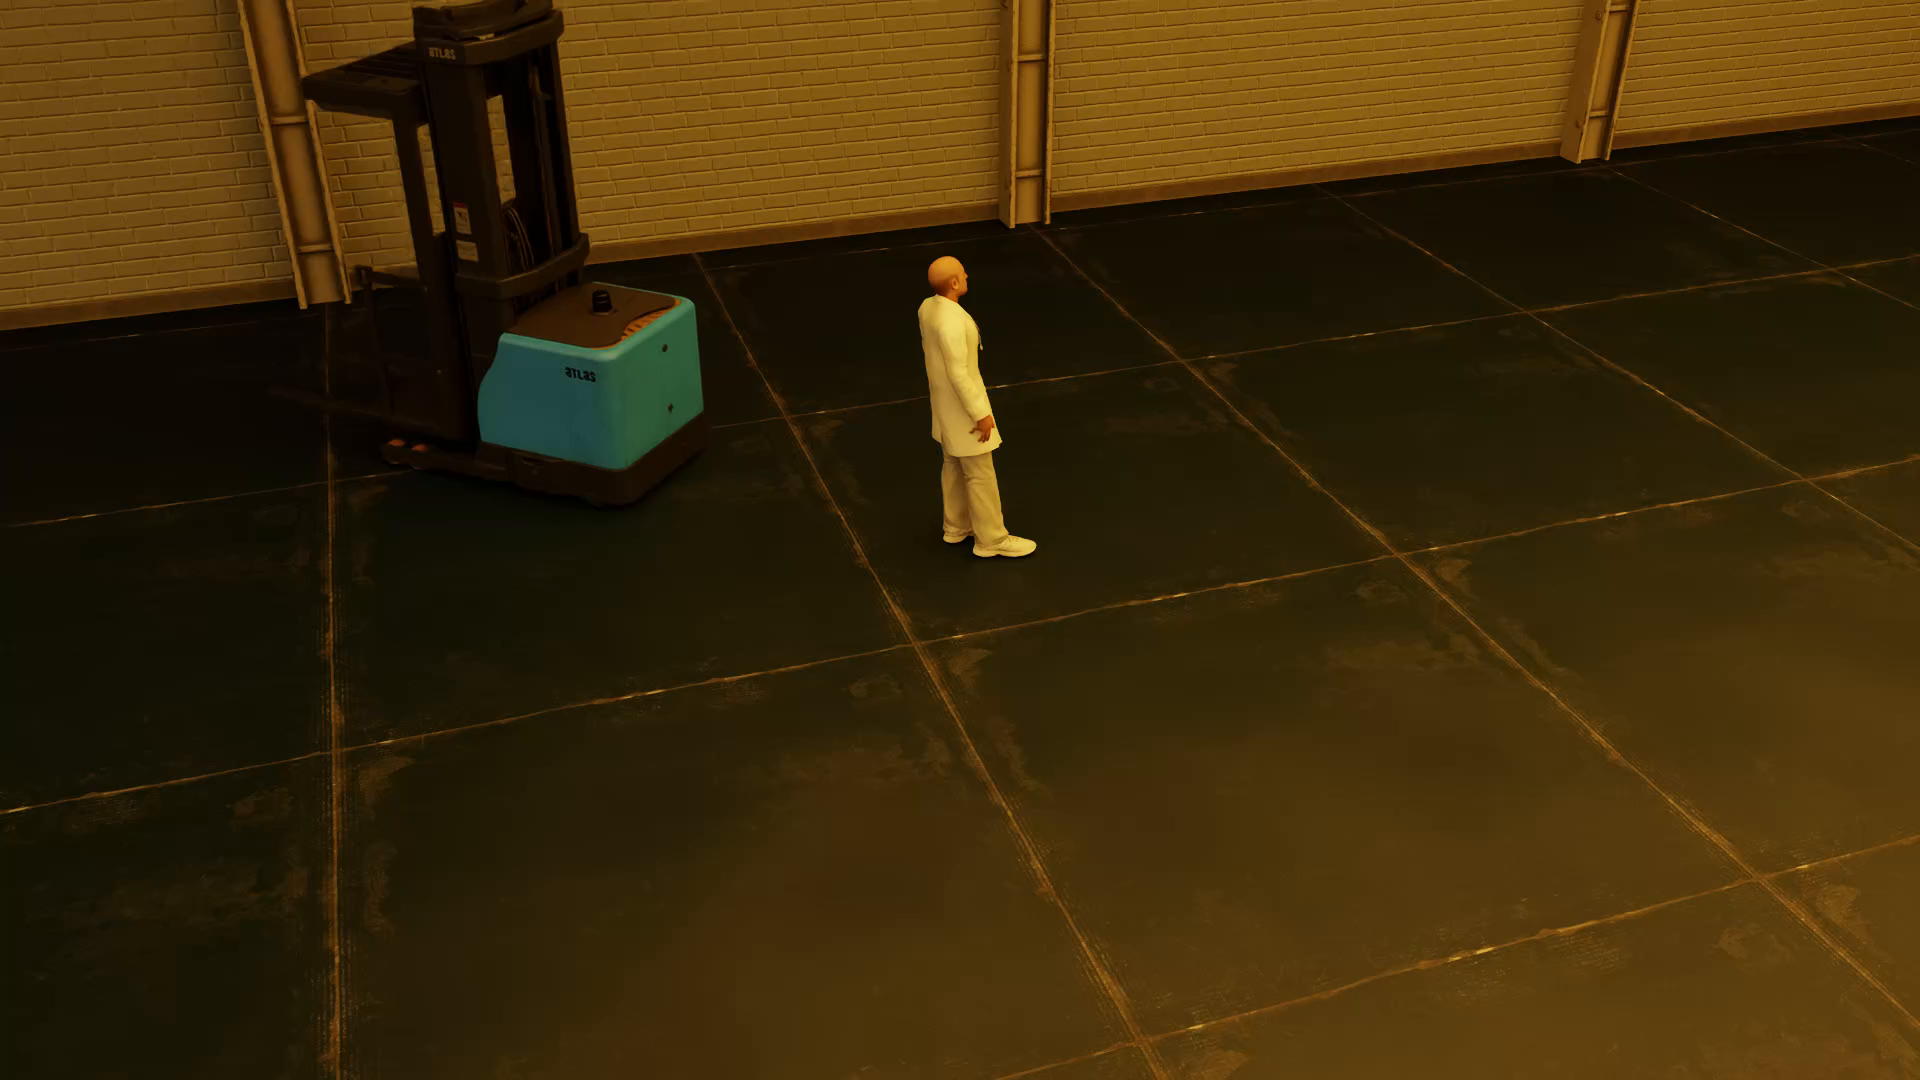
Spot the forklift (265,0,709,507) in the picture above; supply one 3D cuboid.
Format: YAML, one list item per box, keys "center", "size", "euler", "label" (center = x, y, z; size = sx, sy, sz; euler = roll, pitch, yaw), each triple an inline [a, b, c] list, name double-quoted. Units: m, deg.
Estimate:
- center: [-3.228, -1.949, 10.474]
  size: [3.031, 2.935, 1.130]
  euler: [12, 32, 20]
  label: "forklift"

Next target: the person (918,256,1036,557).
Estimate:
- center: [0.088, -0.789, 9.601]
  size: [0.578, 1.777, 0.696]
  euler: [-10, 31, -16]
  label: "person"
